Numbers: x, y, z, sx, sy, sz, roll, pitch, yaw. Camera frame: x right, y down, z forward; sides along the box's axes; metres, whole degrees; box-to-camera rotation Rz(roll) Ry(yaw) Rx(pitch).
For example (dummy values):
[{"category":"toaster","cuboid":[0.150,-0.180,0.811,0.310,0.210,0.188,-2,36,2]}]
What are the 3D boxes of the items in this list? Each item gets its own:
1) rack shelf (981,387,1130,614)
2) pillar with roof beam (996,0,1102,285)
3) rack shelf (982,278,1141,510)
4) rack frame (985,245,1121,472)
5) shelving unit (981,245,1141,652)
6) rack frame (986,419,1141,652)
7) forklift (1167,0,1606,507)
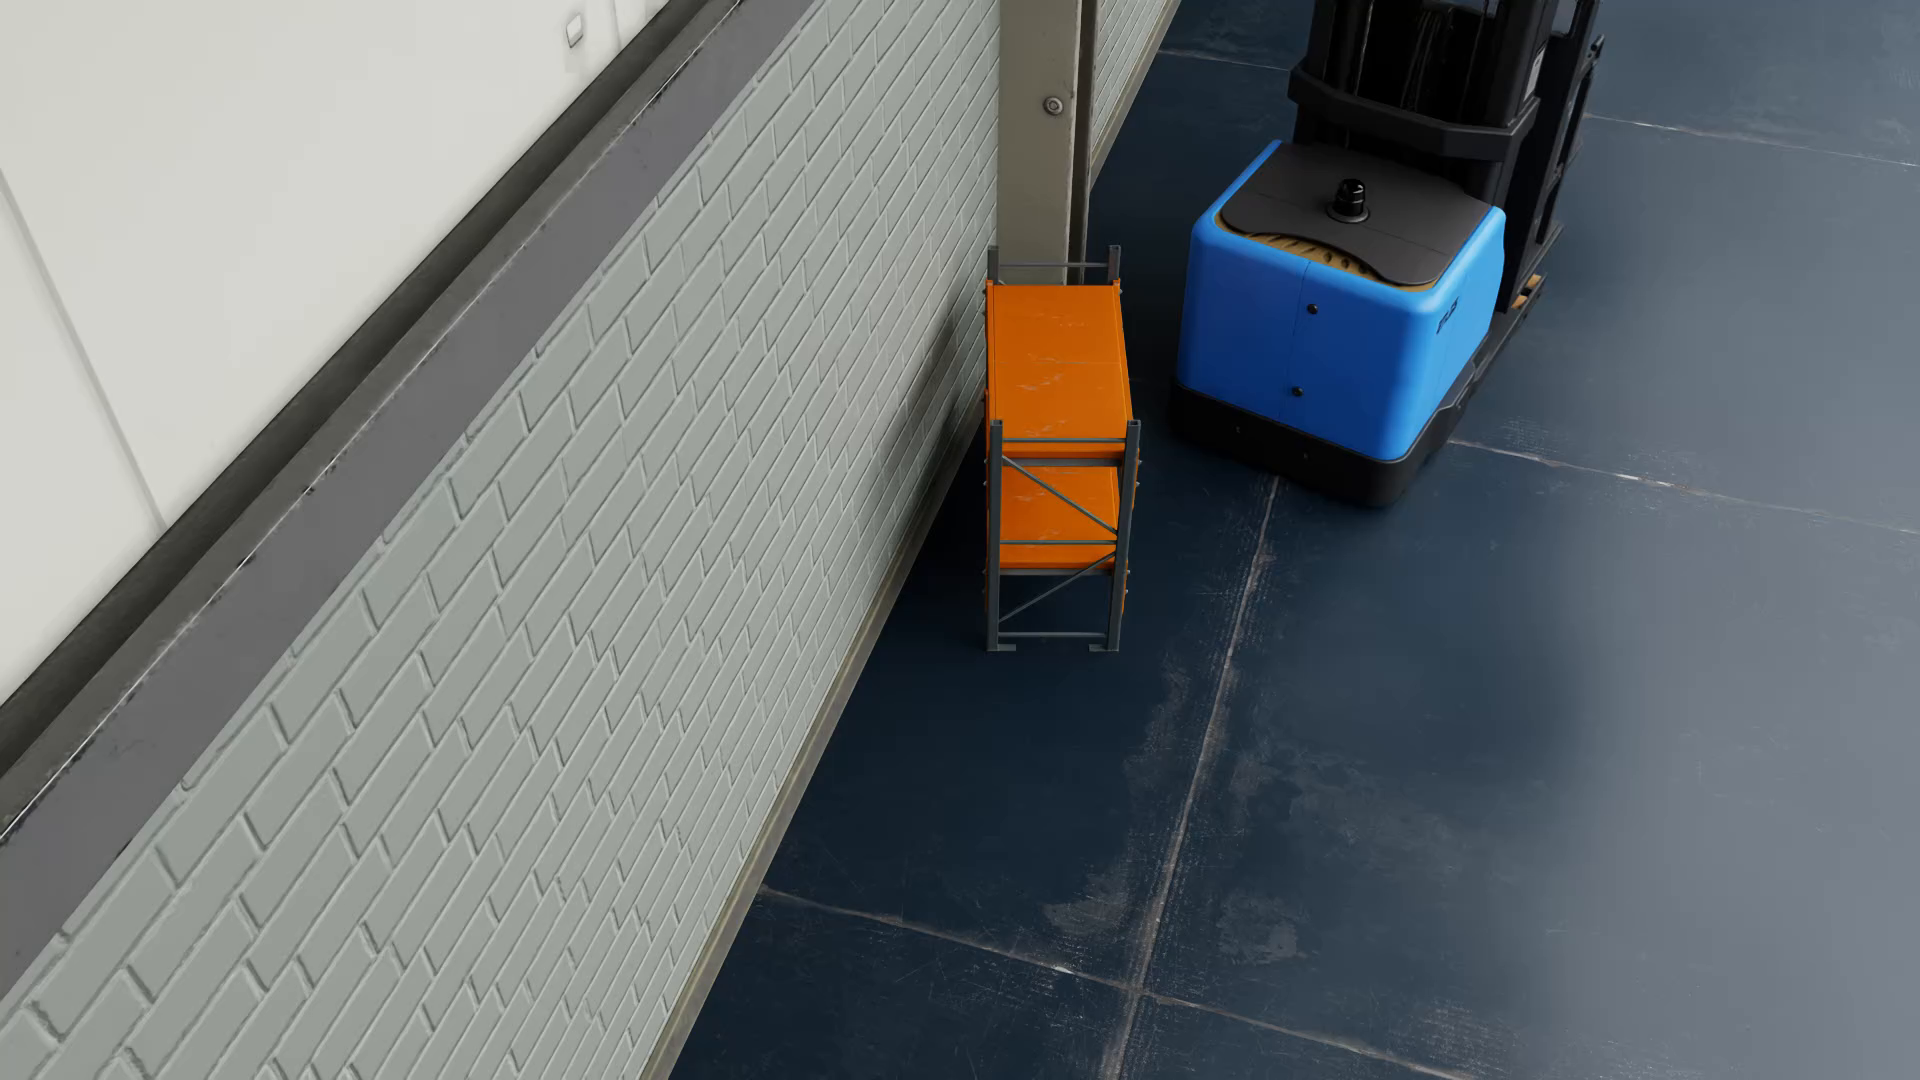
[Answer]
[{"category":"rack shelf","cuboid":[0.353,-0.170,6.469,0.538,0.278,1.000,0,44,0]},{"category":"pillar with roof beam","cuboid":[4.452,-3.122,3.506,9.100,9.000,0.400,13,46,13]},{"category":"rack shelf","cuboid":[0.353,-0.554,6.093,0.538,0.278,1.000,0,44,0]},{"category":"rack frame","cuboid":[0.354,-0.700,6.661,0.500,1.125,0.032,0,44,0]},{"category":"shelving unit","cuboid":[0.353,-0.345,6.298,0.538,1.125,1.048,0,44,0]},{"category":"rack frame","cuboid":[0.351,0.011,5.935,0.500,1.125,0.032,0,44,0]},{"category":"forklift","cuboid":[2.108,-2.193,6.895,1.130,2.935,3.031,24,49,23]}]
